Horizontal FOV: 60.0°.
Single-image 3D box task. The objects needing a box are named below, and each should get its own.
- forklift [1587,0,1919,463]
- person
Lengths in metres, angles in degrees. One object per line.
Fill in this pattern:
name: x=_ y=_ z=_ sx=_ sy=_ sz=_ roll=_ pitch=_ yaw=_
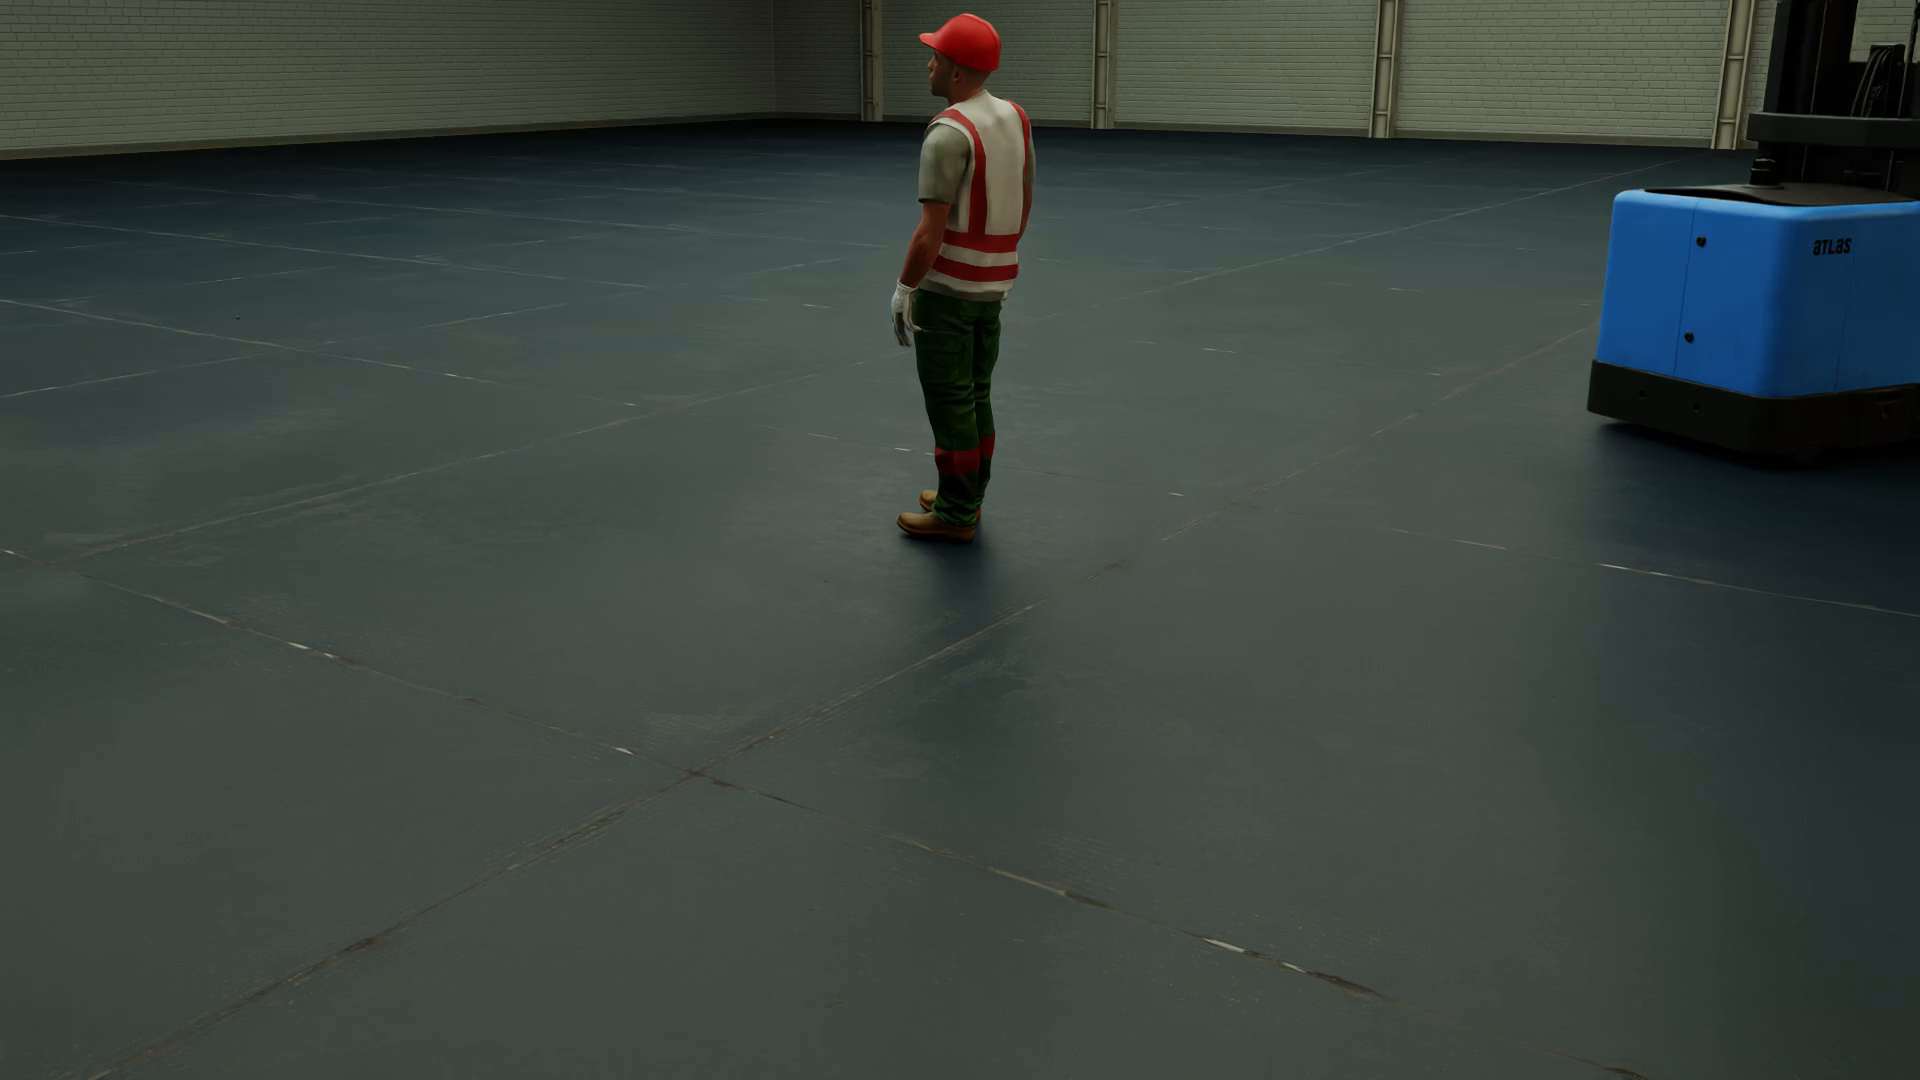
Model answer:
forklift: x=4.468 y=-1.988 z=7.480 sx=3.031 sy=2.935 sz=1.130 roll=-7 pitch=18 yaw=-23
person: x=-0.059 y=-0.880 z=5.743 sx=0.564 sy=1.787 sz=0.637 roll=11 pitch=20 yaw=33
